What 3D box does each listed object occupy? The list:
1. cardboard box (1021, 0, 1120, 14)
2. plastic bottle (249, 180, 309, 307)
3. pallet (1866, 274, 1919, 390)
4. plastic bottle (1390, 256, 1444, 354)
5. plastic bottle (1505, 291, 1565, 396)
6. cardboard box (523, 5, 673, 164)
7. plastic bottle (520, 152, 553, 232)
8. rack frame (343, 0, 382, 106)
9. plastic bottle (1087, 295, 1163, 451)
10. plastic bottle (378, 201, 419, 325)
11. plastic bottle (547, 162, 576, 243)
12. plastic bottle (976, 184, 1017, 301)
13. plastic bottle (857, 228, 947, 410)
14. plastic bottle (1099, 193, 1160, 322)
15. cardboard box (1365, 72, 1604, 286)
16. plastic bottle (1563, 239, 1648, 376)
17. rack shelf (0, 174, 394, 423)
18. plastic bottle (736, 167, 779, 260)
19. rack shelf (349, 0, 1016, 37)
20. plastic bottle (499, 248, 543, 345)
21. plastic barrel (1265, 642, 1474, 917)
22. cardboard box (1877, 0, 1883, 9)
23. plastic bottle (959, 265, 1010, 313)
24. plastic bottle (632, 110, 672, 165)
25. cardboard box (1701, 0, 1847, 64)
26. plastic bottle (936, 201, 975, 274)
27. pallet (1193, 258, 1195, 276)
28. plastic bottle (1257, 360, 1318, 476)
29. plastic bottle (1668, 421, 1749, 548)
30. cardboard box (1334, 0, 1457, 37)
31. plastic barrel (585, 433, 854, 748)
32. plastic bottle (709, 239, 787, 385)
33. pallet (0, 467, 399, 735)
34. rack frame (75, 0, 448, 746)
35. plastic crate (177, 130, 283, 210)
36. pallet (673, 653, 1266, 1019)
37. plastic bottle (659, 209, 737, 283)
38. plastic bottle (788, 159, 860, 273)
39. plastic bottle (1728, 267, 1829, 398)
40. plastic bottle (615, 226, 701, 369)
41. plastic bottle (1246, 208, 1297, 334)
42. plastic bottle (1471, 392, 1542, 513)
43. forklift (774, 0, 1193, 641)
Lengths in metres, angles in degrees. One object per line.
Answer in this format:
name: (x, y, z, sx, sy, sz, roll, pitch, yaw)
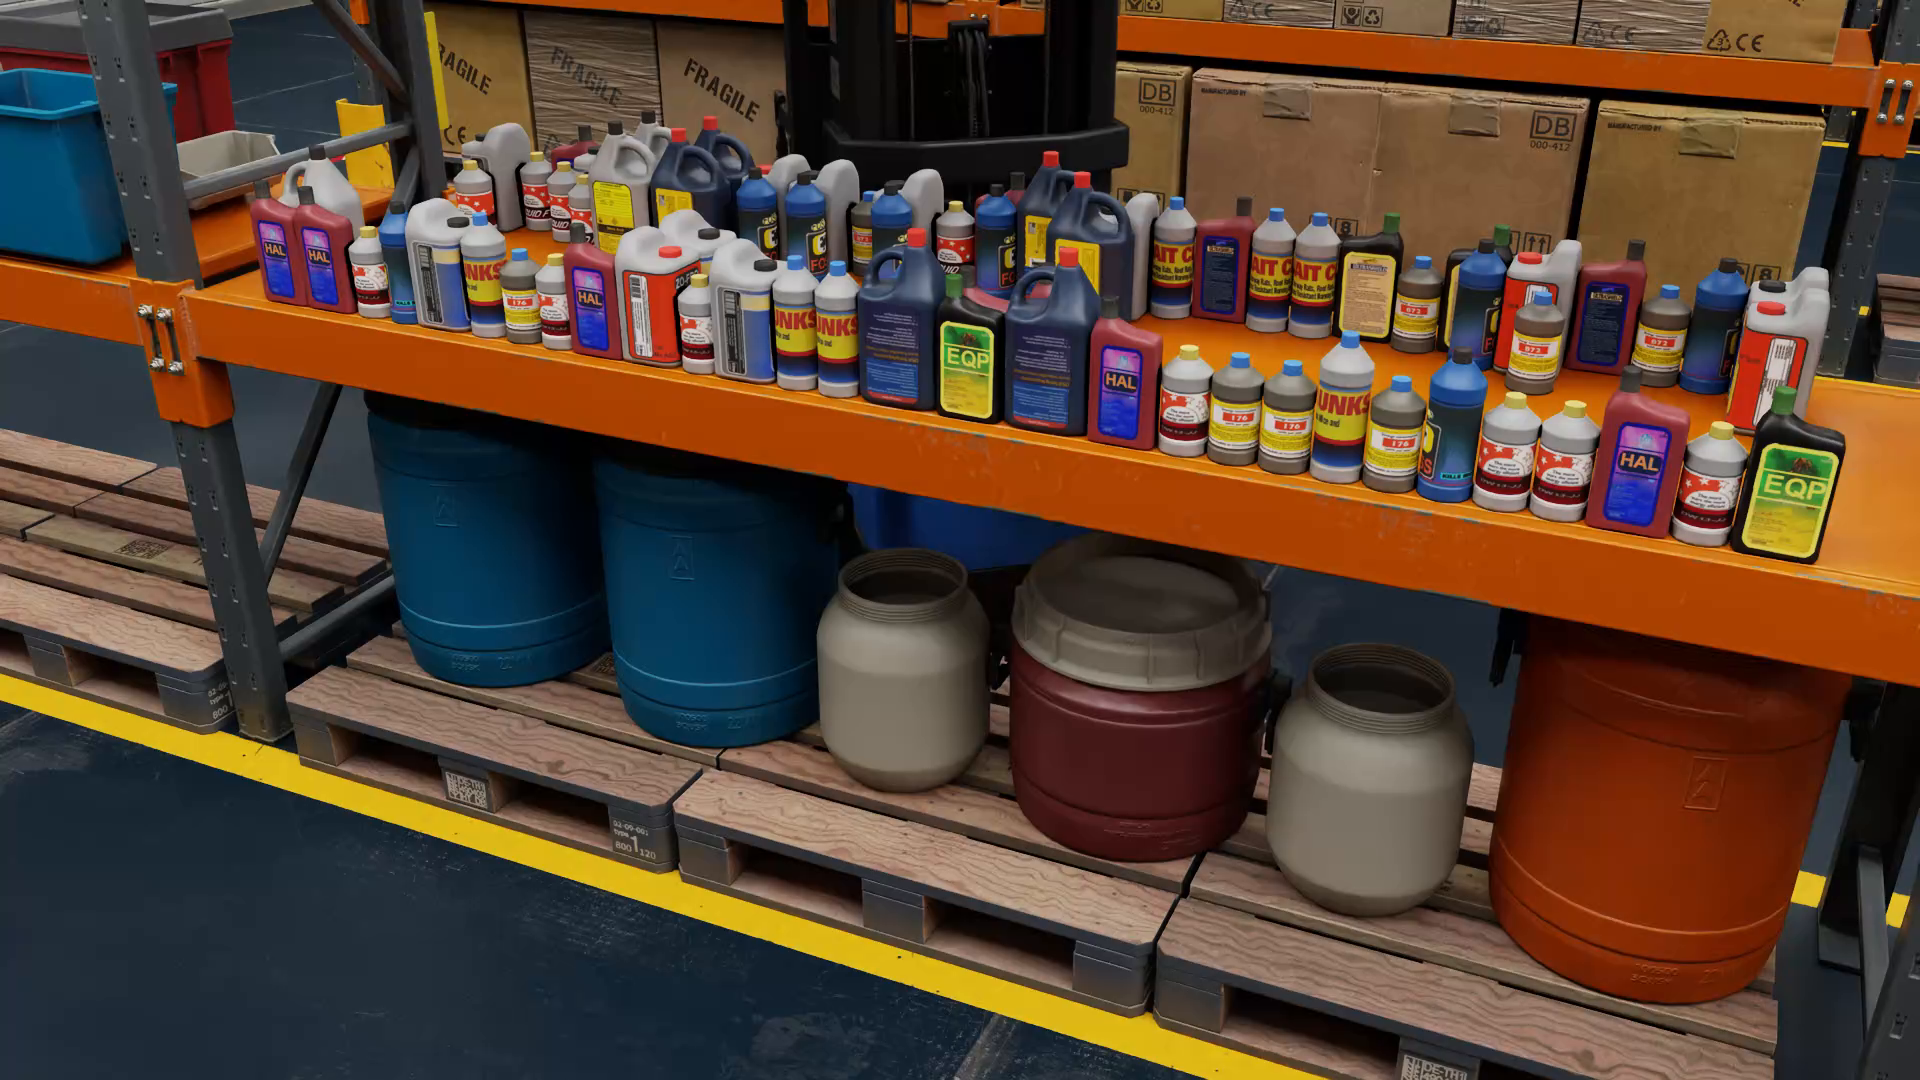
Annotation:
cardboard box: (0.621, -2.840, 8.008, 0.500, 0.500, 0.500, 11, 28, 22)
plastic bottle: (-1.587, -0.697, 3.902, 0.133, 0.283, 0.061, 11, 28, 22)
pallet: (4.658, -0.854, 7.245, 1.213, 0.211, 1.003, 11, 28, 22)
plastic bottle: (1.000, -0.518, 3.630, 0.097, 0.201, 0.097, 0, 26, 0)
plastic bottle: (1.181, -0.407, 3.407, 0.097, 0.201, 0.097, 0, 26, 0)
cardboard box: (-1.892, -2.695, 9.757, 0.875, 0.875, 0.875, 11, 28, 22)
plastic bottle: (-1.135, -0.946, 4.501, 0.097, 0.201, 0.097, 0, 26, 0)
rack frame: (-3.336, -3.711, 9.891, 0.127, 3.000, 1.000, 11, 28, 22)
plastic bottle: (0.311, -0.316, 3.127, 0.133, 0.283, 0.061, 11, 28, 22)
plastic bottle: (-1.265, -0.636, 3.791, 0.097, 0.271, 0.097, 0, 26, 0)
plastic bottle: (-1.039, -0.898, 4.402, 0.097, 0.201, 0.097, 0, 26, 0)
plastic bottle: (0.086, -0.703, 3.928, 0.097, 0.271, 0.097, 0, 26, 0)
plastic bottle: (-0.106, -0.450, 3.324, 0.185, 0.351, 0.144, 11, 28, 22)
plastic bottle: (0.374, -0.664, 3.842, 0.135, 0.276, 0.152, 11, 28, 22)
cardboard box: (2.519, -1.784, 7.907, 0.875, 0.875, 1.225, 11, 28, 22)
plastic bottle: (1.356, -0.492, 3.485, 0.133, 0.283, 0.061, 11, 28, 22)
rack shelf: (-3.565, -1.031, 5.262, 4.000, 0.370, 1.077, 11, 28, 22)
plastic bottle: (-0.495, -0.775, 4.075, 0.097, 0.271, 0.097, 0, 26, 0)
rack shelf: (-1.515, -3.022, 9.307, 4.000, 0.370, 1.077, 11, 28, 22)
plastic bottle: (-0.965, -0.544, 3.684, 0.097, 0.201, 0.097, 0, 26, 0)
plastic barrel: (0.893, 0.521, 3.636, 0.421, 0.512, 0.421, 0, 26, 0)
cardboard box: (8.559, -5.135, 15.283, 0.625, 0.372, 0.950, 9, 28, 18)
plastic bottle: (0.047, -0.398, 3.295, 0.133, 0.283, 0.061, 11, 28, 22)
plastic bottle: (-0.772, -0.929, 4.297, 0.185, 0.351, 0.144, 11, 28, 22)
cardboard box: (3.395, -2.283, 6.879, 0.500, 0.500, 0.500, 12, 29, 23)
plastic bottle: (-0.010, -0.720, 4.042, 0.097, 0.201, 0.097, 0, 26, 0)
pallet: (1.039, -1.618, 8.796, 1.213, 0.211, 1.003, 11, 28, 22)
plastic bottle: (0.601, -0.229, 3.045, 0.097, 0.201, 0.097, 0, 26, 0)
plastic bottle: (1.254, -0.098, 2.779, 0.097, 0.201, 0.097, 0, 26, 0)
cardboard box: (2.007, -2.564, 7.449, 0.500, 0.500, 0.500, 12, 29, 23)
plastic barrel: (-0.612, 0.001, 4.252, 0.708, 0.901, 0.600, 11, 28, 22)
plastic bottle: (-0.427, -0.483, 3.475, 0.135, 0.276, 0.152, 11, 28, 22)
pallet: (-2.430, 0.144, 5.218, 1.213, 0.211, 1.003, 11, 28, 22)
rack frame: (-1.745, -0.988, 4.361, 0.127, 3.000, 1.000, 11, 28, 22)
plastic crate: (-2.109, -1.039, 4.695, 0.243, 0.136, 0.396, 11, 28, 22)
pallet: (0.055, 0.643, 4.204, 1.213, 0.211, 1.003, 11, 28, 22)
plastic bottle: (-0.575, -0.586, 3.685, 0.135, 0.276, 0.152, 11, 28, 22)
plastic bottle: (-0.338, -0.807, 4.133, 0.135, 0.276, 0.152, 11, 28, 22)
plastic bottle: (1.636, -0.410, 3.327, 0.135, 0.276, 0.152, 11, 28, 22)
plastic bottle: (-0.638, -0.525, 3.561, 0.135, 0.276, 0.152, 11, 28, 22)
plastic bottle: (0.701, -0.609, 3.737, 0.097, 0.271, 0.097, 0, 26, 0)
plastic bottle: (0.956, -0.158, 2.900, 0.097, 0.201, 0.097, 0, 26, 0)
forklift: (-0.092, -1.616, 5.715, 1.130, 2.935, 3.031, -6, 27, -13)
